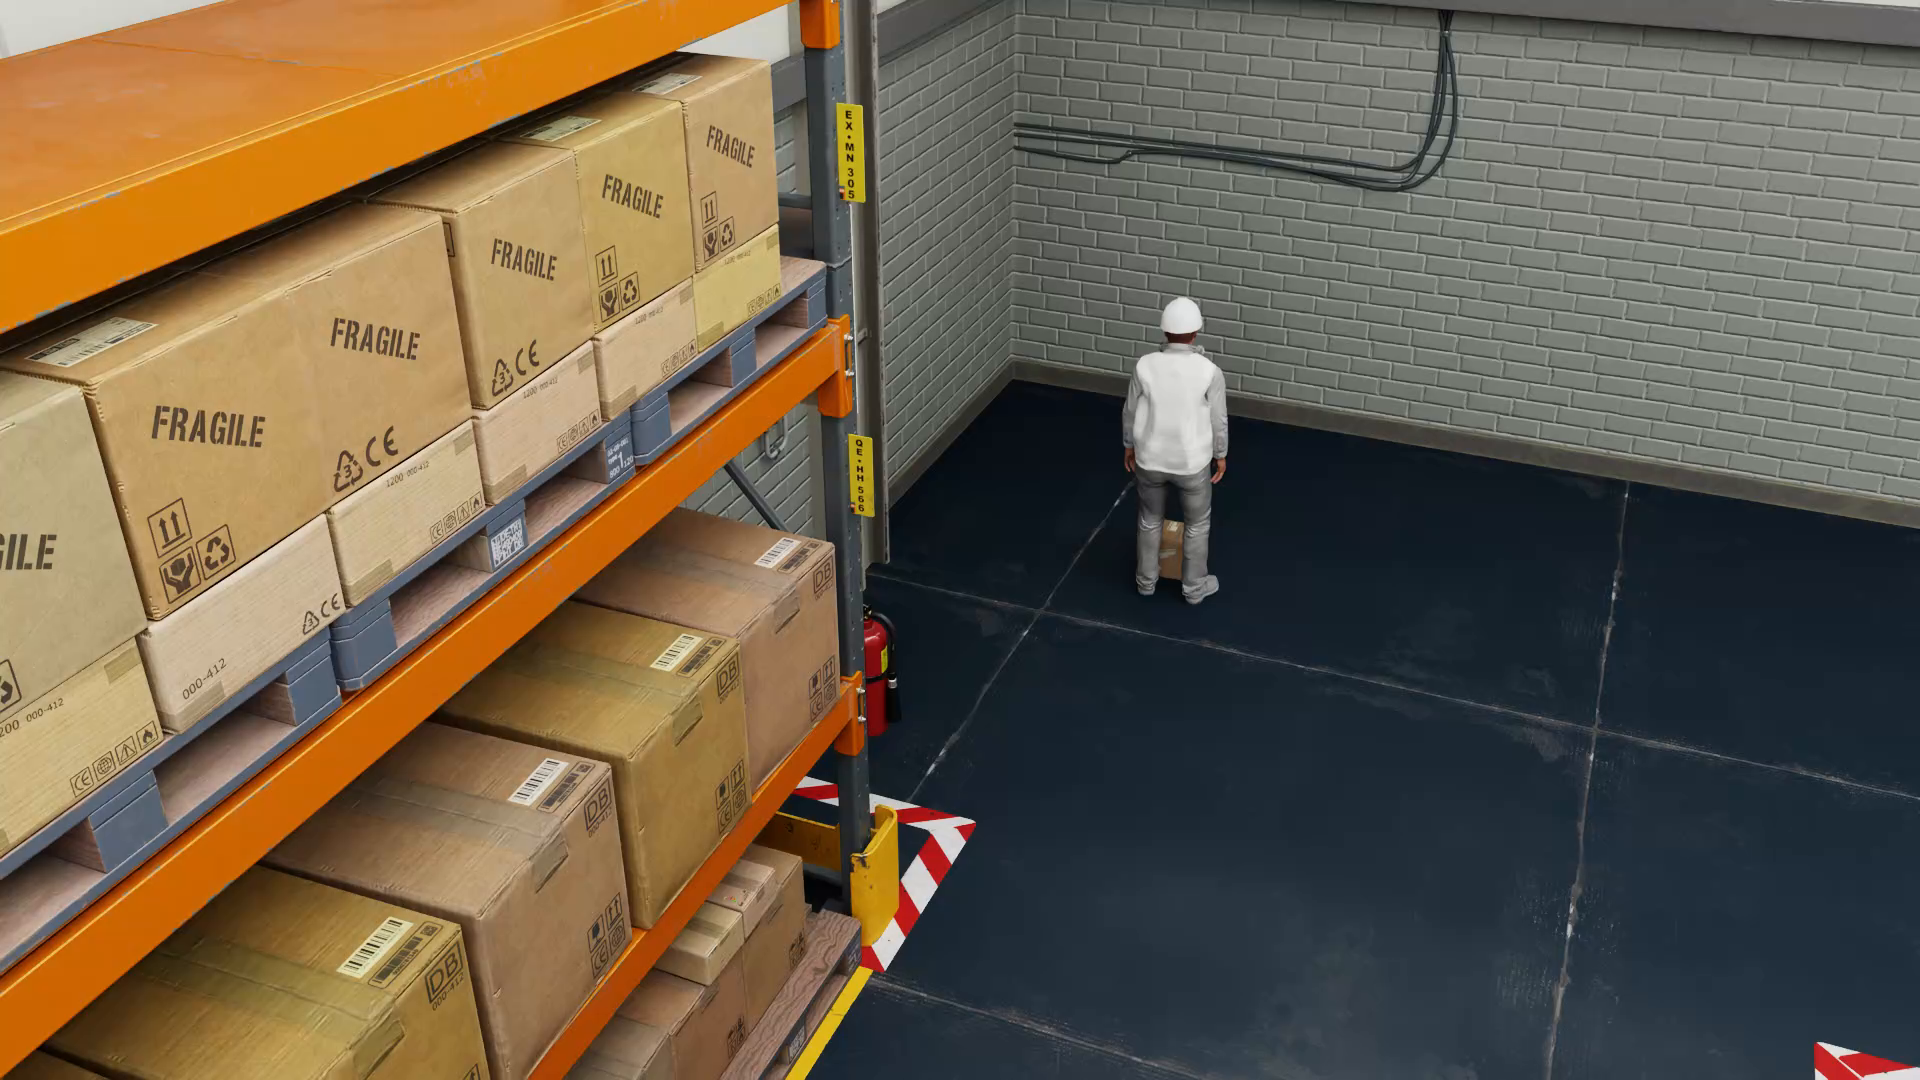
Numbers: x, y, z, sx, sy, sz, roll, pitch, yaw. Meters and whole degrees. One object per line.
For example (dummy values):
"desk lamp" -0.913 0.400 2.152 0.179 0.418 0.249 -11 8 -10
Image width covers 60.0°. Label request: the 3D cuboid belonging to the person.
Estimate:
"person" 1.190 -0.480 9.223 0.593 1.771 0.464 9 31 16
